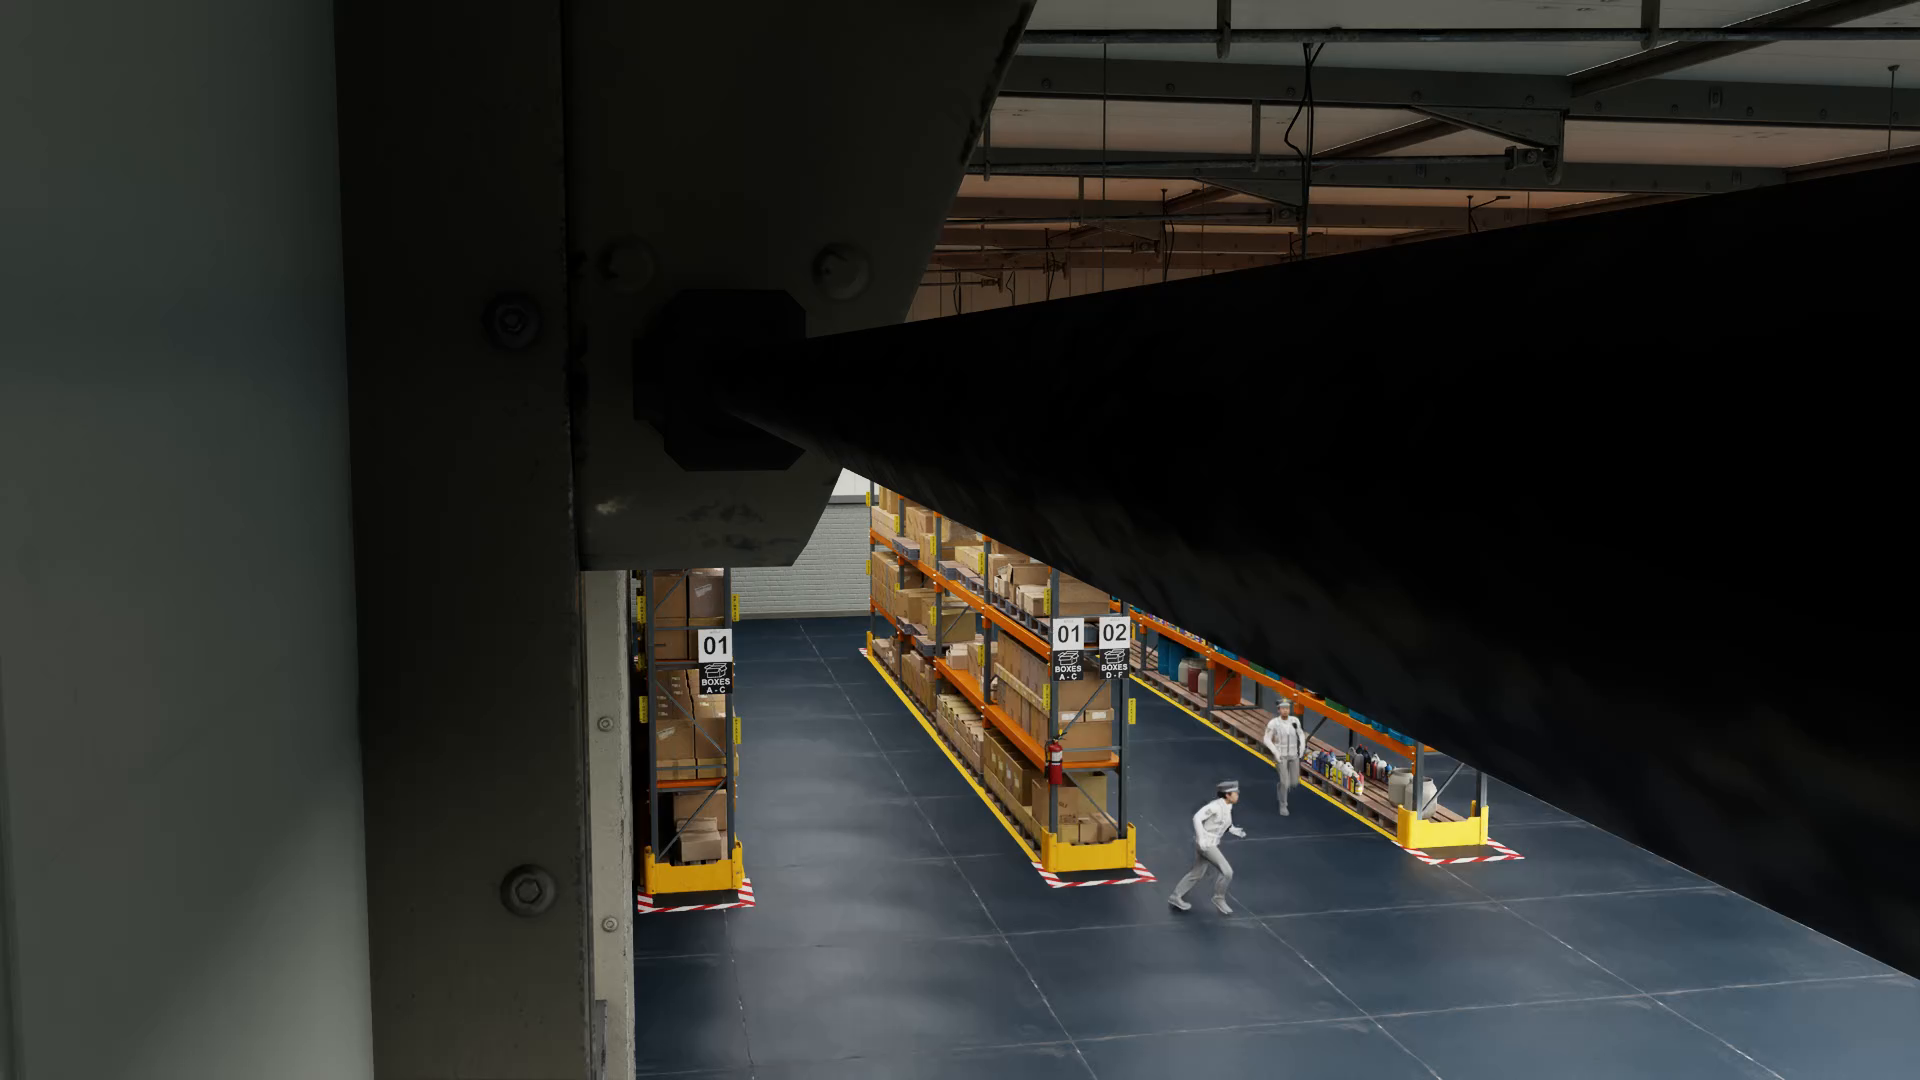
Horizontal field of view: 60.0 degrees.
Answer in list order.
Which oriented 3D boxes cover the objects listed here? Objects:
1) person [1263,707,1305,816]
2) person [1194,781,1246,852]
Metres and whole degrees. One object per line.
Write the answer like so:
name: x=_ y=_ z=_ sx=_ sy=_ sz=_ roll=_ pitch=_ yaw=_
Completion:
person: x=4.611 y=3.079 z=23.588 sx=0.619 sy=1.618 sz=0.488 roll=-1 pitch=6 yaw=-7
person: x=7.269 y=2.162 z=28.784 sx=1.381 sy=0.796 sz=21.584 roll=2 pitch=6 yaw=22
